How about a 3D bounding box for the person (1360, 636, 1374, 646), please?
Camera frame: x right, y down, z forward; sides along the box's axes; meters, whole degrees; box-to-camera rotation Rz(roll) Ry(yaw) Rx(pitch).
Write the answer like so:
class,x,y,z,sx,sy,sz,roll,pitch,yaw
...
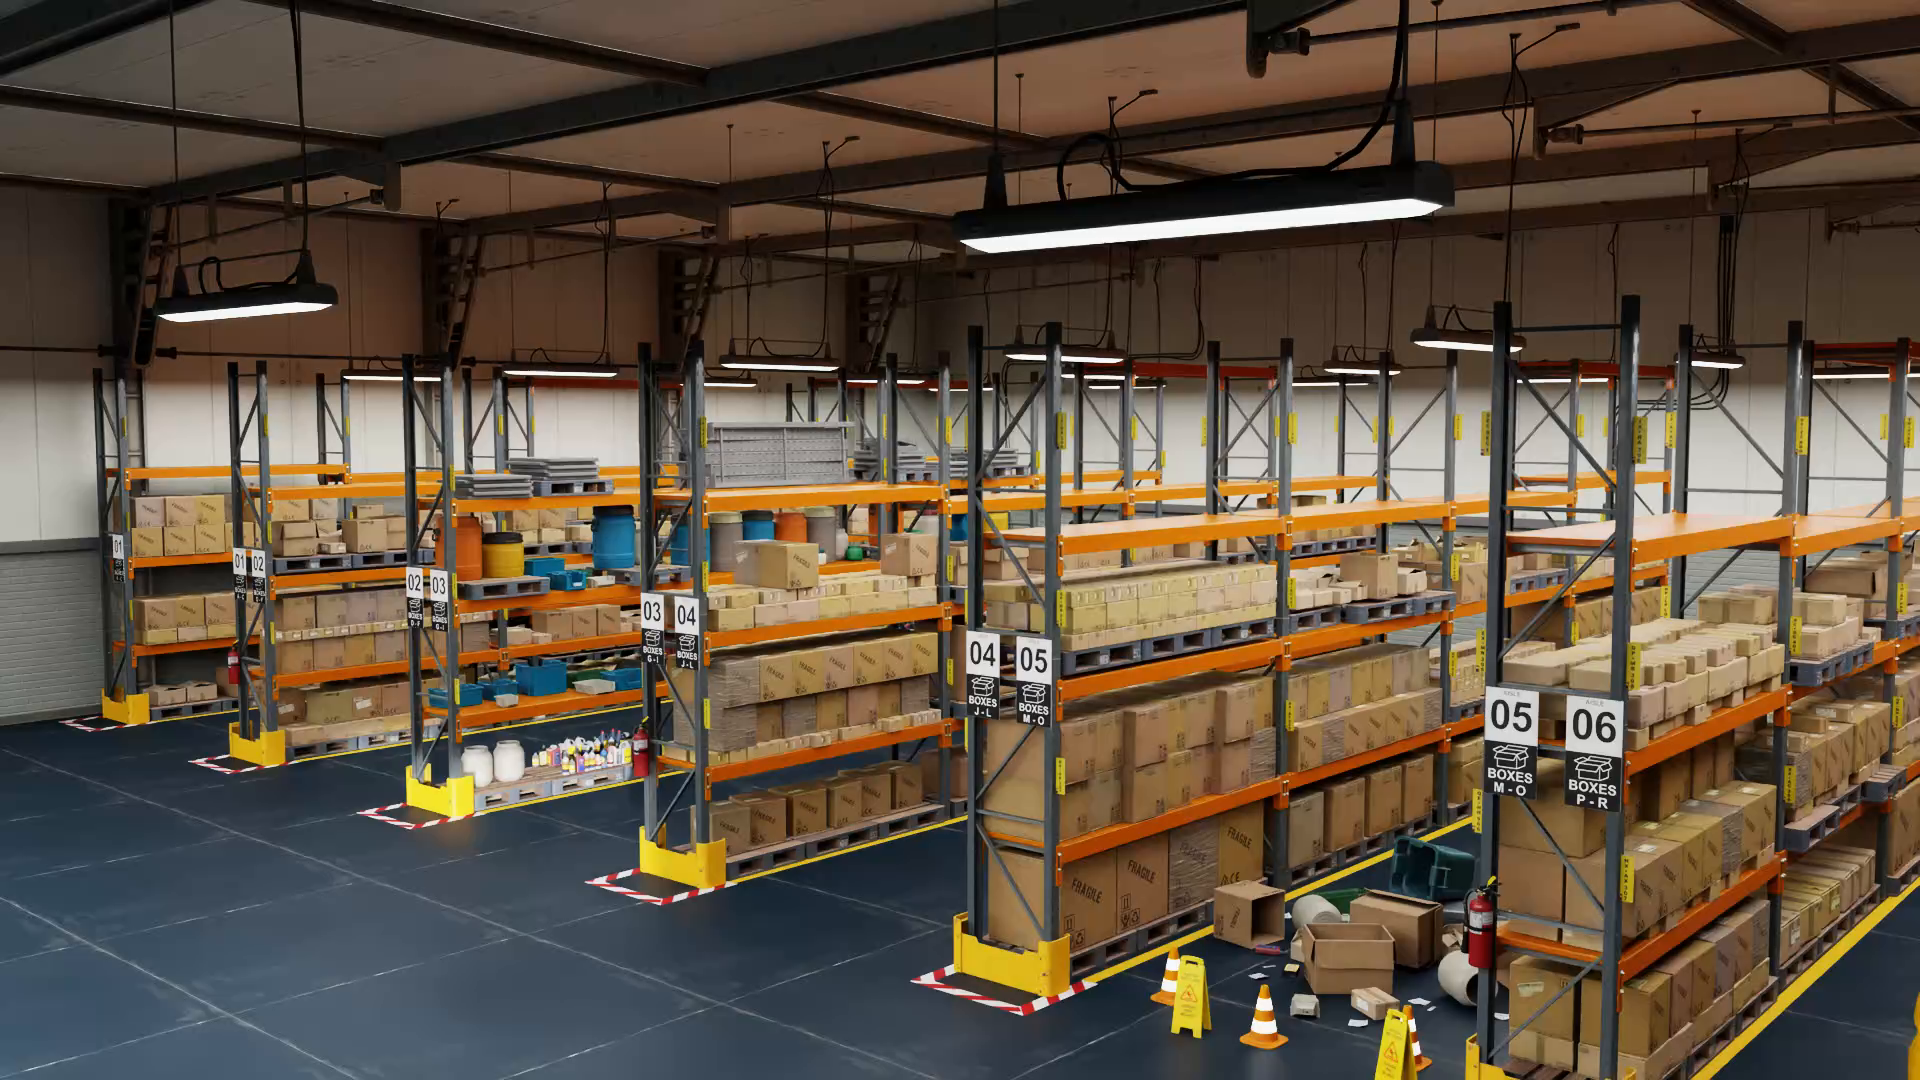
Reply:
class,x,y,z,sx,sy,sz,roll,pitch,yaw
person,6.623,2.346,27.150,0.512,1.666,0.398,-2,5,-26
